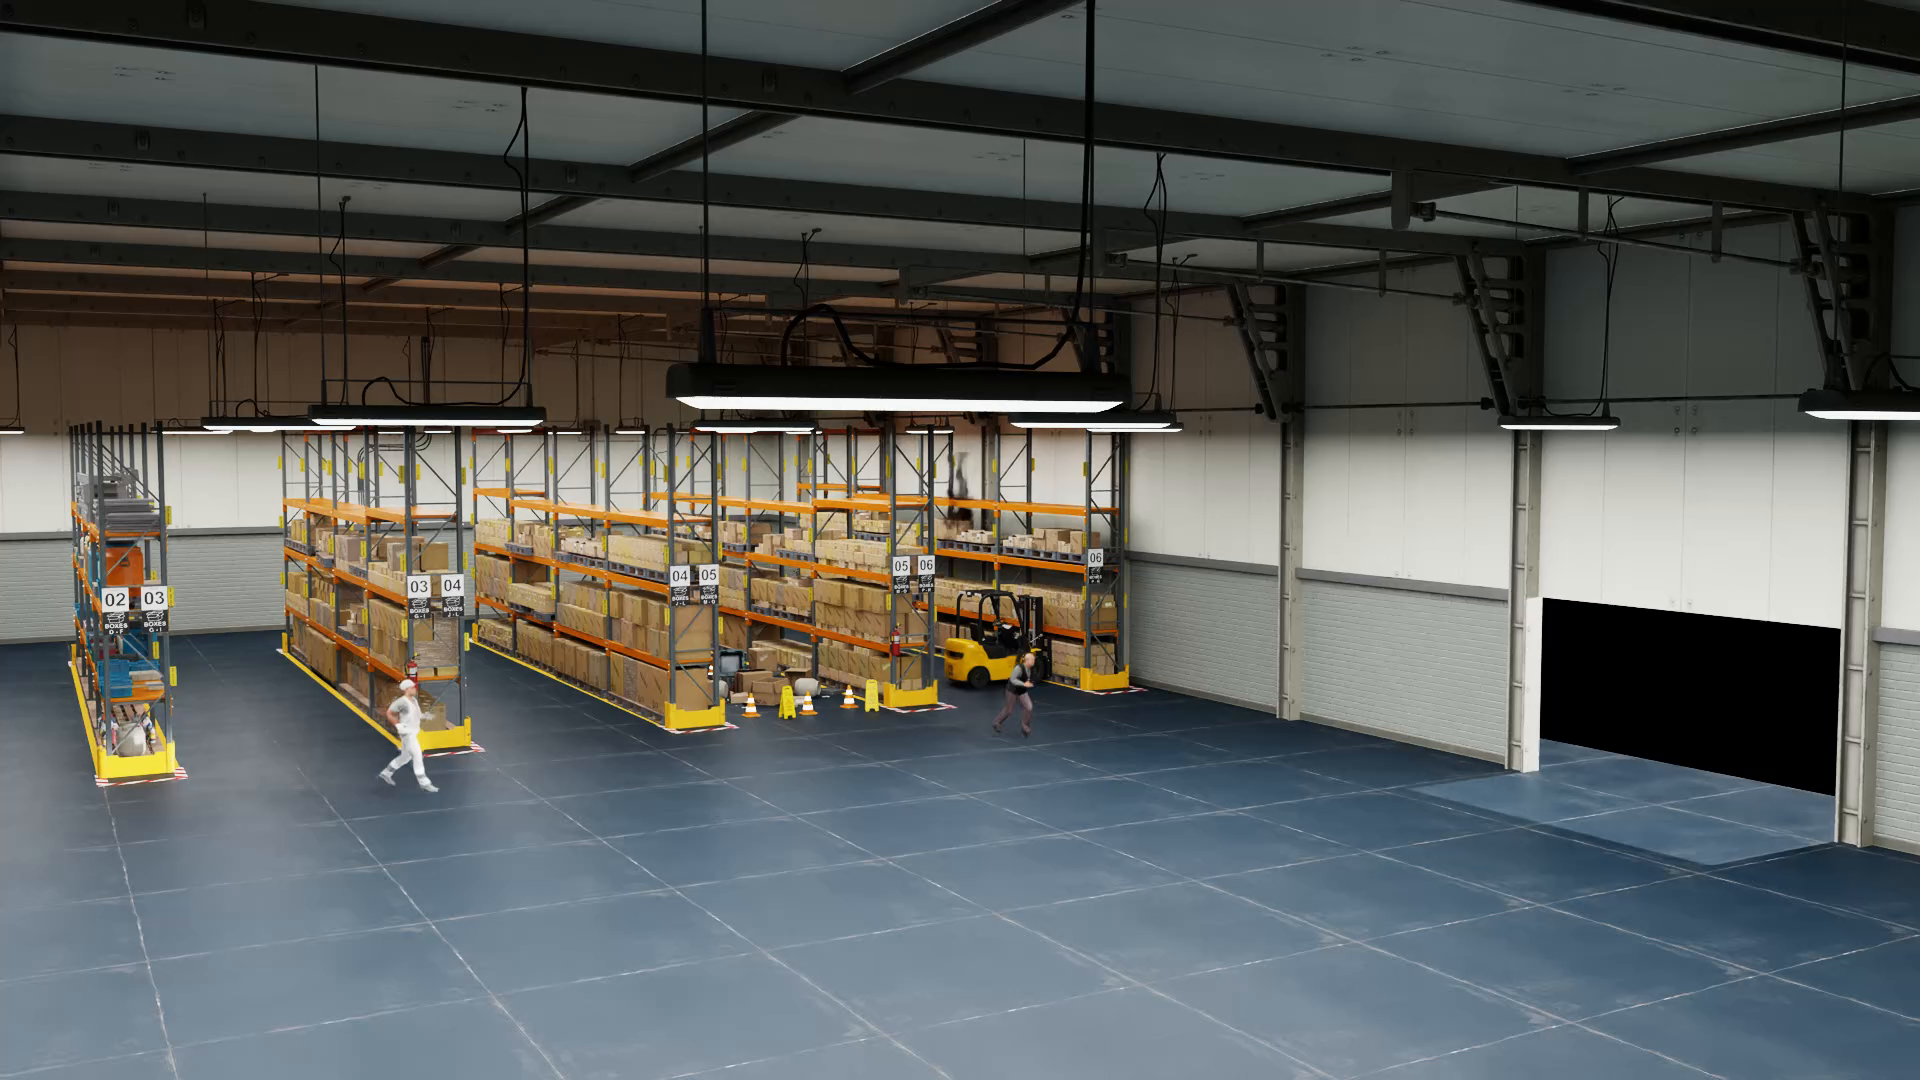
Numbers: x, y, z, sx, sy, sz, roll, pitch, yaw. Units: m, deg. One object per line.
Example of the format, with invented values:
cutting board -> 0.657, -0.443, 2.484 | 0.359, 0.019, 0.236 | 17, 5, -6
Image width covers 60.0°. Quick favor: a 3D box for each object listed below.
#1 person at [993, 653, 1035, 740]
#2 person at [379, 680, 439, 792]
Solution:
person -> 1.046, 2.973, 31.772 | 0.989, 1.679, 0.701 | 3, 5, 39
person -> -8.907, 3.150, 26.841 | 0.983, 1.805, 0.652 | 0, 4, -1
